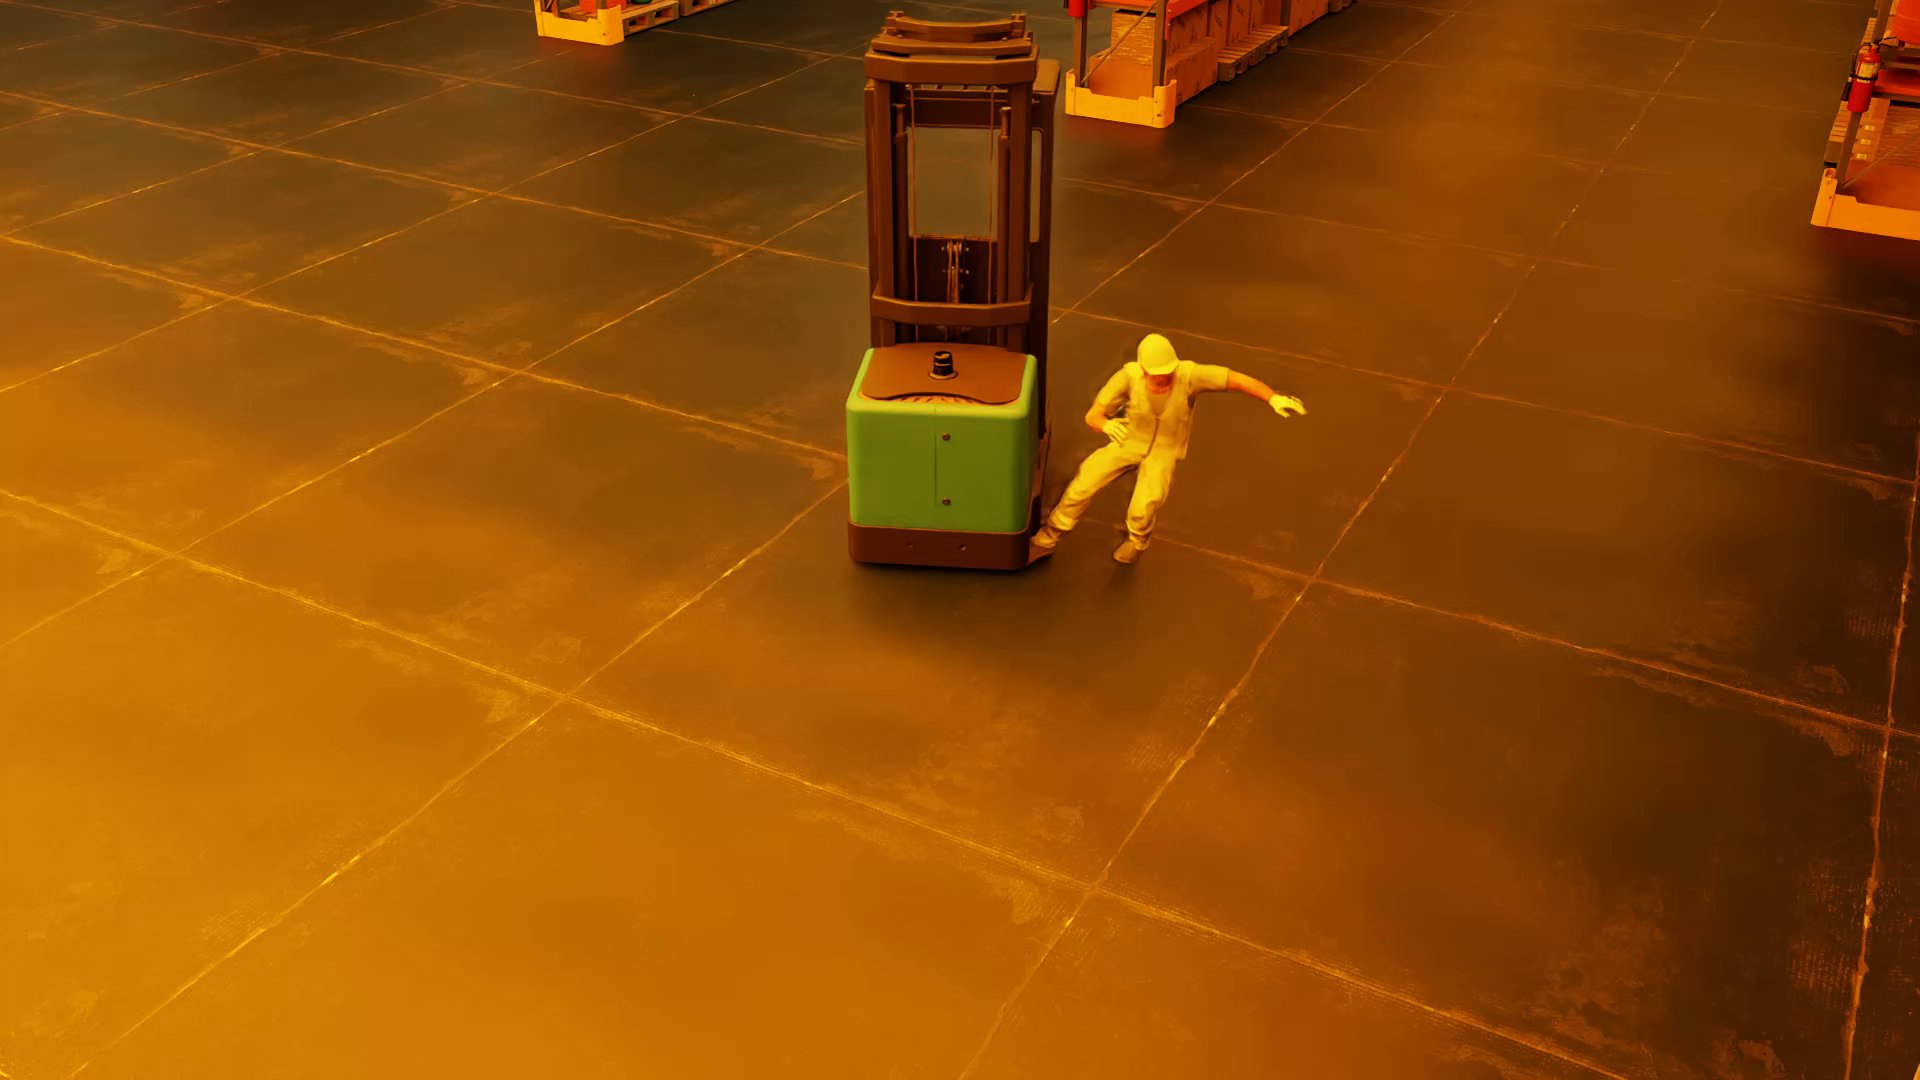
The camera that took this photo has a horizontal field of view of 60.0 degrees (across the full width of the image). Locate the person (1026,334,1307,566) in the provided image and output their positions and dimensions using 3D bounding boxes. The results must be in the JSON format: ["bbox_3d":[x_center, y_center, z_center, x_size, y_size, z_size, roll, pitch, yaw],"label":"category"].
[{"bbox_3d":[1.085,-0.462,9.316,1.613,1.478,0.804,6,31,10],"label":"person"}]

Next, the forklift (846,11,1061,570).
[{"bbox_3d":[0.022,-1.807,10.202,1.130,2.935,3.031,3,30,5],"label":"forklift"}]
